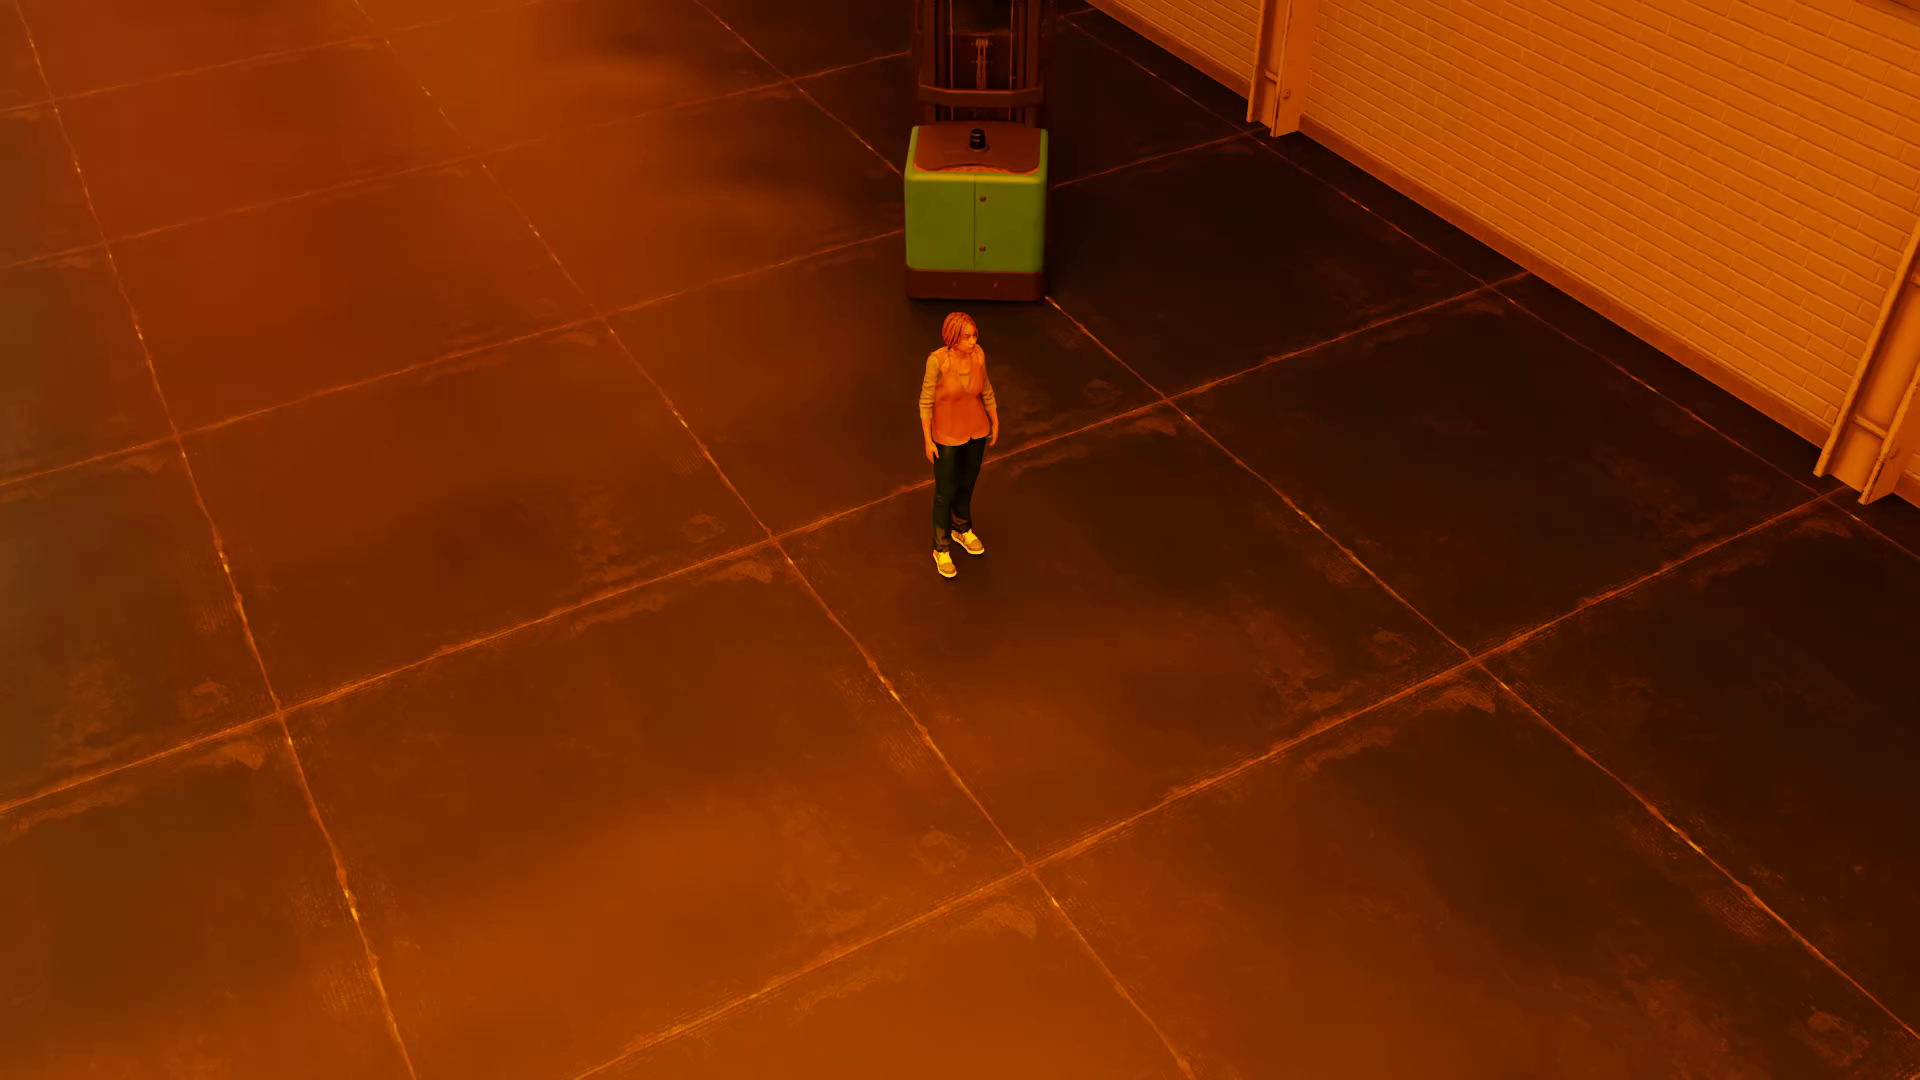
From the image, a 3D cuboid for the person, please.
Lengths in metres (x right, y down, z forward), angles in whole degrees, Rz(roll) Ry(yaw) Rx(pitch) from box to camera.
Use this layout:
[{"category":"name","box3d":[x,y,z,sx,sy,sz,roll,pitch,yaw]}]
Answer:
[{"category":"person","box3d":[0.025,-0.575,9.762,0.520,1.599,0.473,-20,44,-23]}]

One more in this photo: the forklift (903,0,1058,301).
[{"category":"forklift","box3d":[0.188,-3.826,12.648,1.130,2.935,3.031,2,40,2]}]
